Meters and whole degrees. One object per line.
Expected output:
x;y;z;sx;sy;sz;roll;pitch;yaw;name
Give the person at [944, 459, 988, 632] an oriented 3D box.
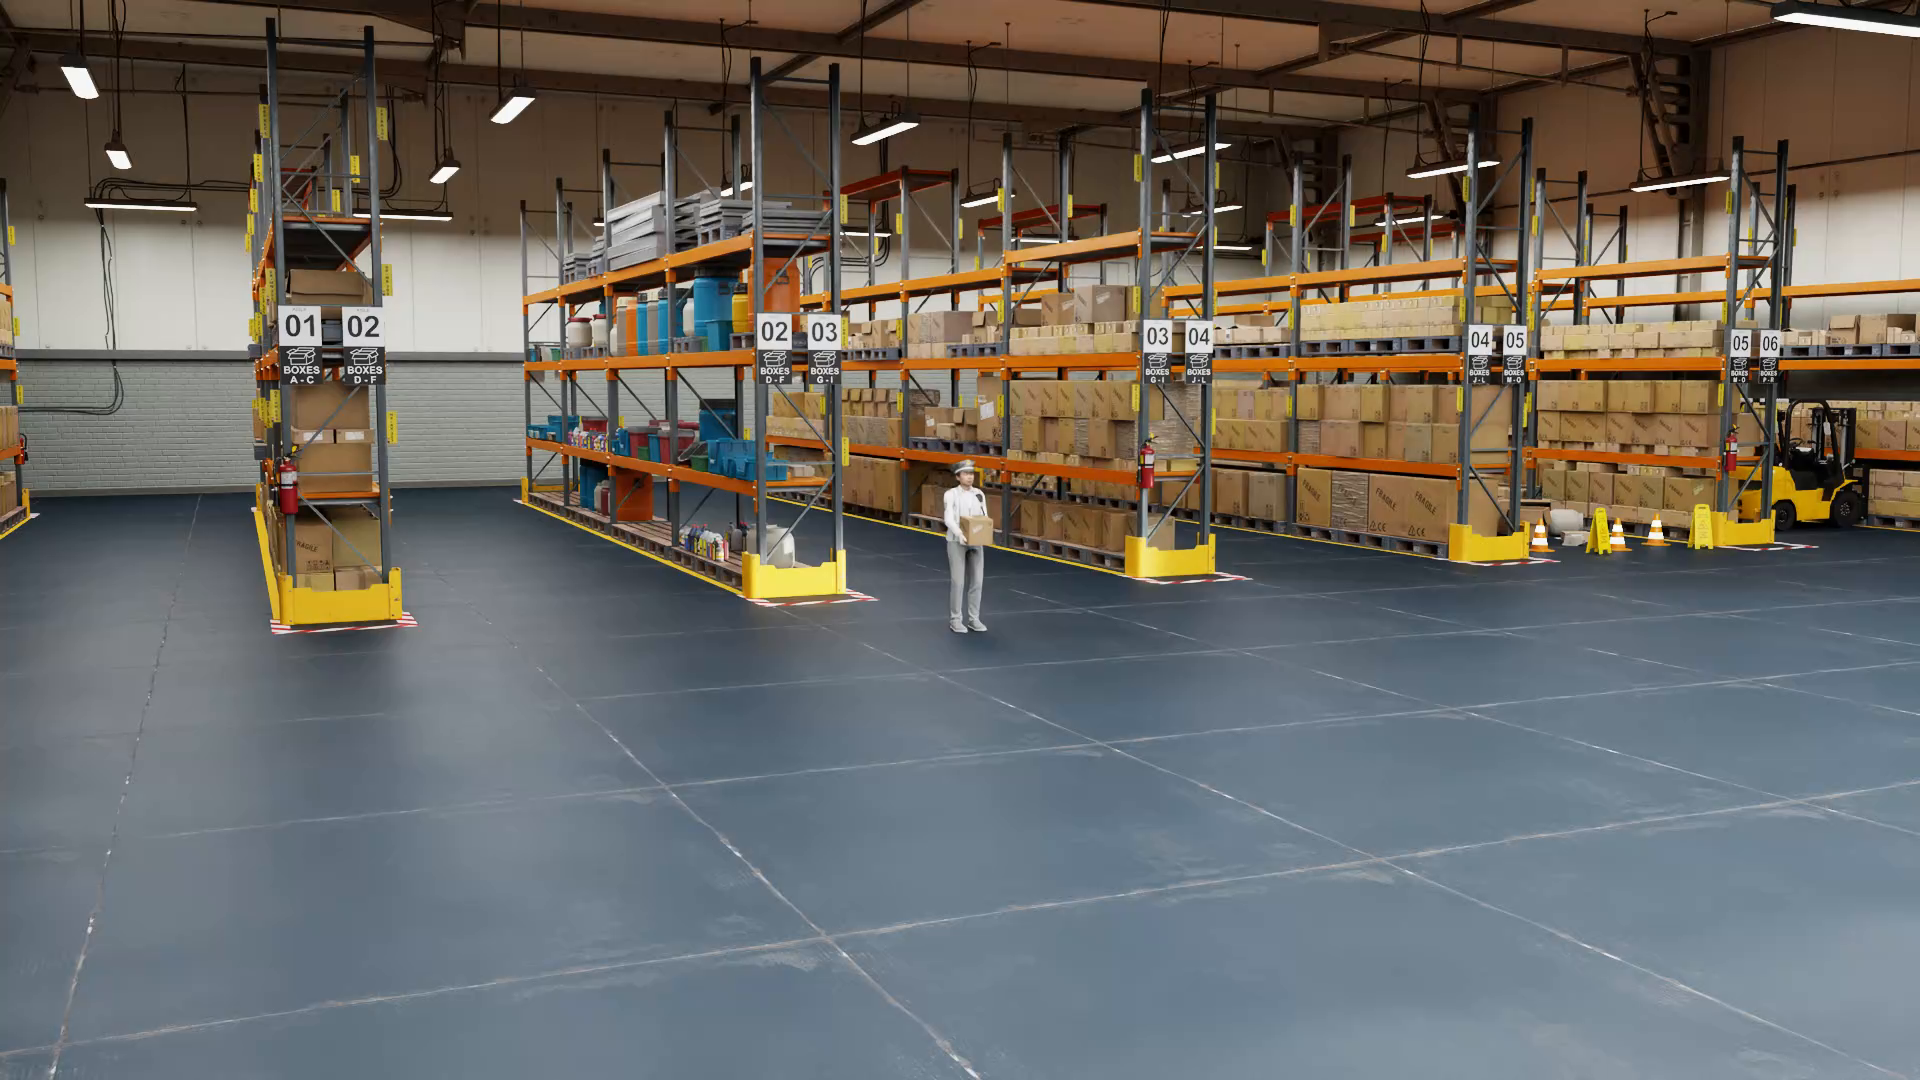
0.078;0.053;16.327;0.459;1.686;0.563;-2;6;-23;person
